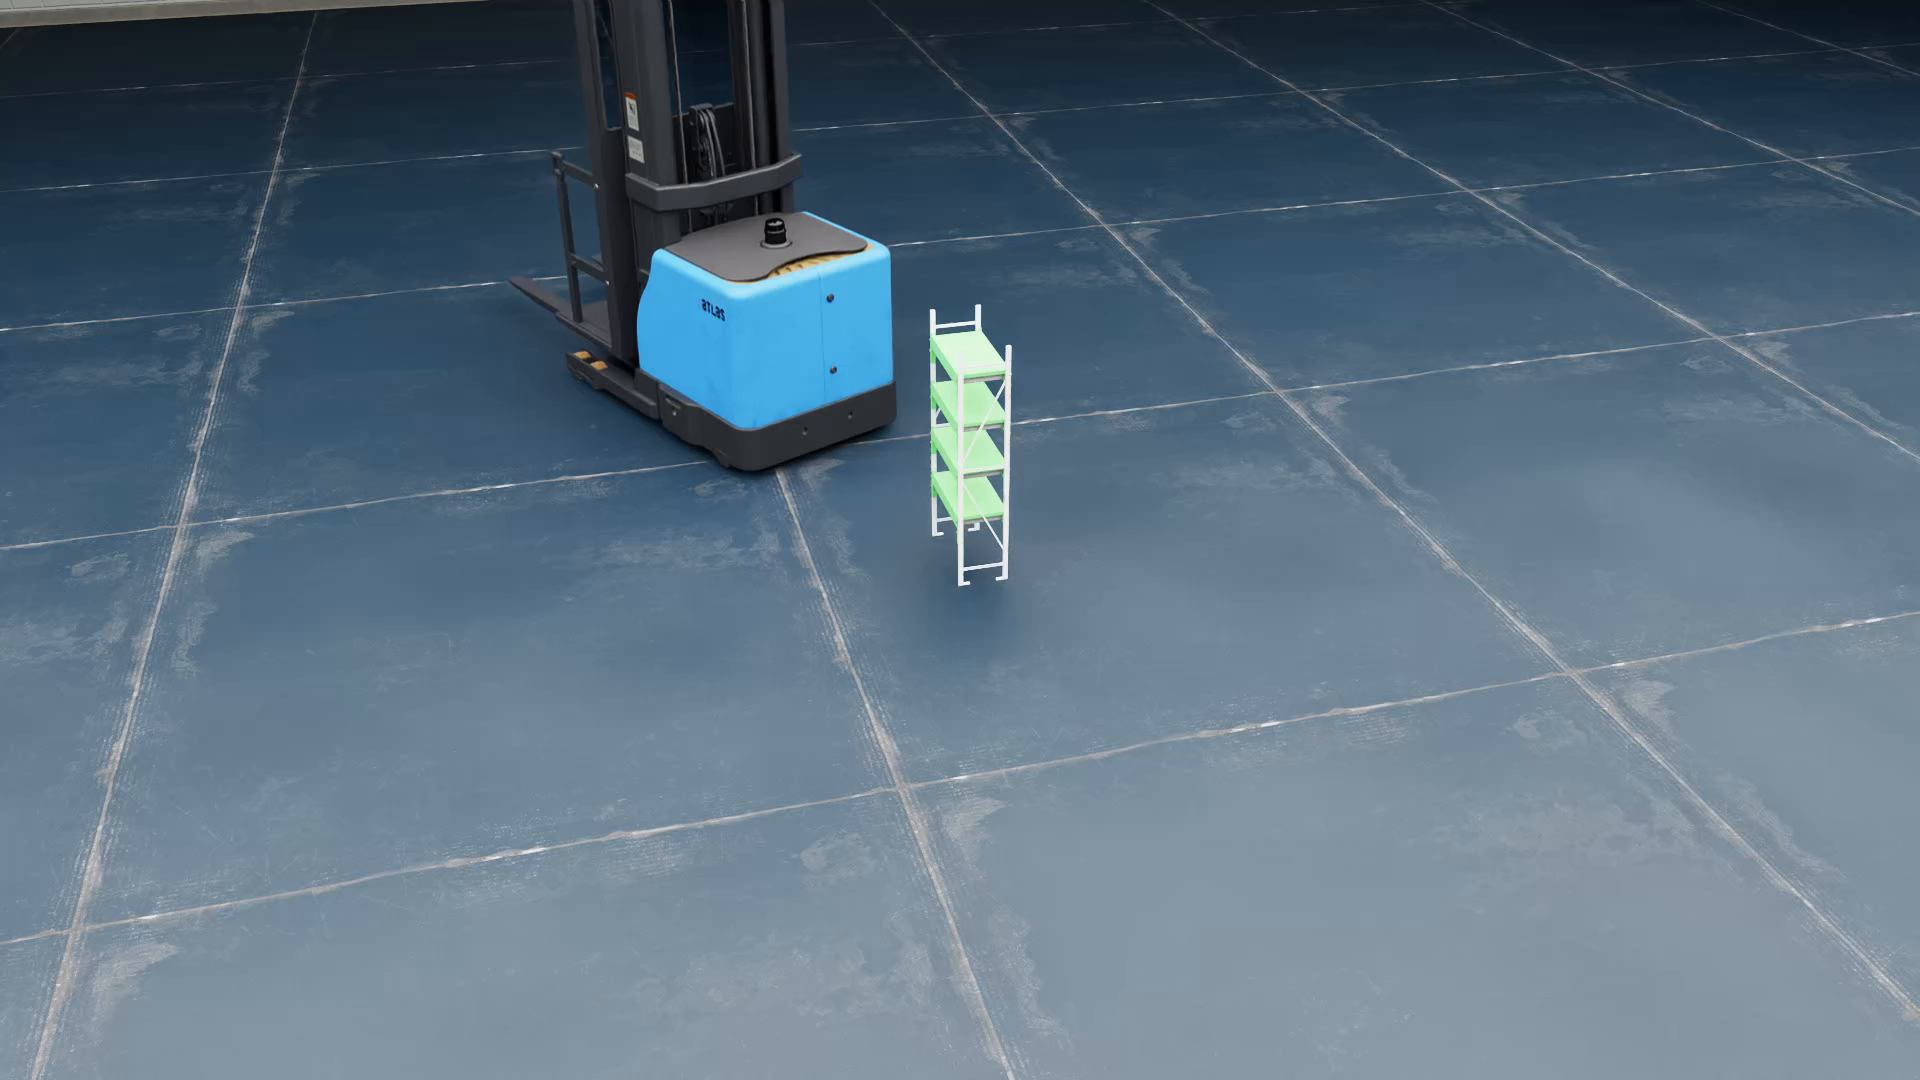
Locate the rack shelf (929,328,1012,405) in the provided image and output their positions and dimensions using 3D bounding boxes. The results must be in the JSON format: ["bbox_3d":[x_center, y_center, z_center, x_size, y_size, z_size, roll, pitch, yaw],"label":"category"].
[{"bbox_3d":[0.044,-0.799,7.603,0.258,0.148,0.480,-8,31,-13],"label":"rack shelf"}]

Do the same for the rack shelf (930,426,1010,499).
[{"bbox_3d":[0.044,-0.384,7.843,0.258,0.148,0.480,-8,31,-13],"label":"rack shelf"}]

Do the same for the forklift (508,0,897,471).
[{"bbox_3d":[-1.687,-2.296,9.291,1.130,2.935,3.031,-23,37,-34],"label":"forklift"}]

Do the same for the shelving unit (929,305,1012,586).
[{"bbox_3d":[0.044,-0.439,7.811,0.258,1.200,0.503,-8,31,-13],"label":"shelving unit"}]

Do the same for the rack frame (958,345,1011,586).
[{"bbox_3d":[0.109,-0.321,7.608,0.240,1.200,0.015,-8,31,-13],"label":"rack frame"}]

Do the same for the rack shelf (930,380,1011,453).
[{"bbox_3d":[0.044,-0.592,7.723,0.258,0.148,0.480,-8,31,-13],"label":"rack shelf"}]

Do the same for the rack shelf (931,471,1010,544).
[{"bbox_3d":[0.044,-0.176,7.964,0.258,0.148,0.480,-8,31,-13],"label":"rack shelf"}]

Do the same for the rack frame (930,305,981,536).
[{"bbox_3d":[-0.021,-0.557,8.015,0.240,1.200,0.015,-8,31,-13],"label":"rack frame"}]
